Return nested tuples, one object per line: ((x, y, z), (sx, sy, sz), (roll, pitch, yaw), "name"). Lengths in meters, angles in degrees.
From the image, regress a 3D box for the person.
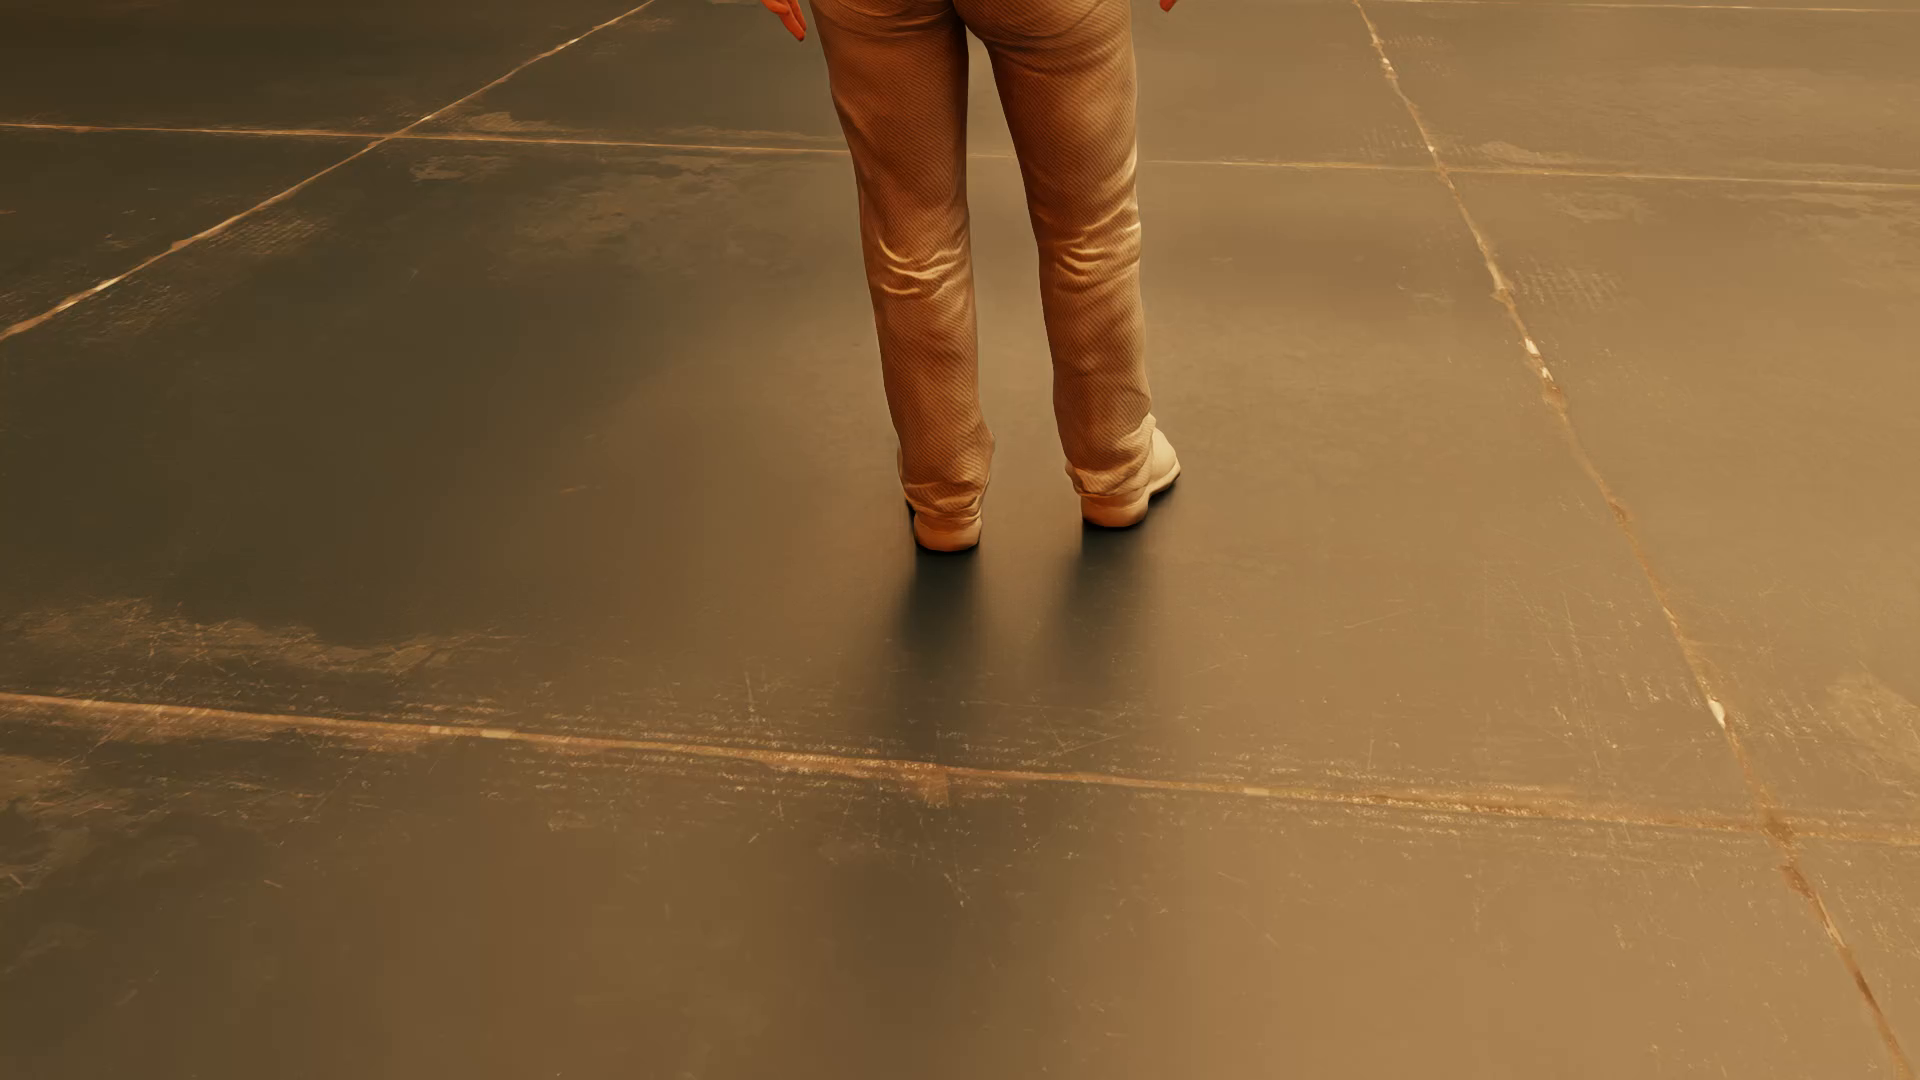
((0.017, -0.825, 2.156), (0.632, 1.768, 0.568), (3, 27, 7), "person")
